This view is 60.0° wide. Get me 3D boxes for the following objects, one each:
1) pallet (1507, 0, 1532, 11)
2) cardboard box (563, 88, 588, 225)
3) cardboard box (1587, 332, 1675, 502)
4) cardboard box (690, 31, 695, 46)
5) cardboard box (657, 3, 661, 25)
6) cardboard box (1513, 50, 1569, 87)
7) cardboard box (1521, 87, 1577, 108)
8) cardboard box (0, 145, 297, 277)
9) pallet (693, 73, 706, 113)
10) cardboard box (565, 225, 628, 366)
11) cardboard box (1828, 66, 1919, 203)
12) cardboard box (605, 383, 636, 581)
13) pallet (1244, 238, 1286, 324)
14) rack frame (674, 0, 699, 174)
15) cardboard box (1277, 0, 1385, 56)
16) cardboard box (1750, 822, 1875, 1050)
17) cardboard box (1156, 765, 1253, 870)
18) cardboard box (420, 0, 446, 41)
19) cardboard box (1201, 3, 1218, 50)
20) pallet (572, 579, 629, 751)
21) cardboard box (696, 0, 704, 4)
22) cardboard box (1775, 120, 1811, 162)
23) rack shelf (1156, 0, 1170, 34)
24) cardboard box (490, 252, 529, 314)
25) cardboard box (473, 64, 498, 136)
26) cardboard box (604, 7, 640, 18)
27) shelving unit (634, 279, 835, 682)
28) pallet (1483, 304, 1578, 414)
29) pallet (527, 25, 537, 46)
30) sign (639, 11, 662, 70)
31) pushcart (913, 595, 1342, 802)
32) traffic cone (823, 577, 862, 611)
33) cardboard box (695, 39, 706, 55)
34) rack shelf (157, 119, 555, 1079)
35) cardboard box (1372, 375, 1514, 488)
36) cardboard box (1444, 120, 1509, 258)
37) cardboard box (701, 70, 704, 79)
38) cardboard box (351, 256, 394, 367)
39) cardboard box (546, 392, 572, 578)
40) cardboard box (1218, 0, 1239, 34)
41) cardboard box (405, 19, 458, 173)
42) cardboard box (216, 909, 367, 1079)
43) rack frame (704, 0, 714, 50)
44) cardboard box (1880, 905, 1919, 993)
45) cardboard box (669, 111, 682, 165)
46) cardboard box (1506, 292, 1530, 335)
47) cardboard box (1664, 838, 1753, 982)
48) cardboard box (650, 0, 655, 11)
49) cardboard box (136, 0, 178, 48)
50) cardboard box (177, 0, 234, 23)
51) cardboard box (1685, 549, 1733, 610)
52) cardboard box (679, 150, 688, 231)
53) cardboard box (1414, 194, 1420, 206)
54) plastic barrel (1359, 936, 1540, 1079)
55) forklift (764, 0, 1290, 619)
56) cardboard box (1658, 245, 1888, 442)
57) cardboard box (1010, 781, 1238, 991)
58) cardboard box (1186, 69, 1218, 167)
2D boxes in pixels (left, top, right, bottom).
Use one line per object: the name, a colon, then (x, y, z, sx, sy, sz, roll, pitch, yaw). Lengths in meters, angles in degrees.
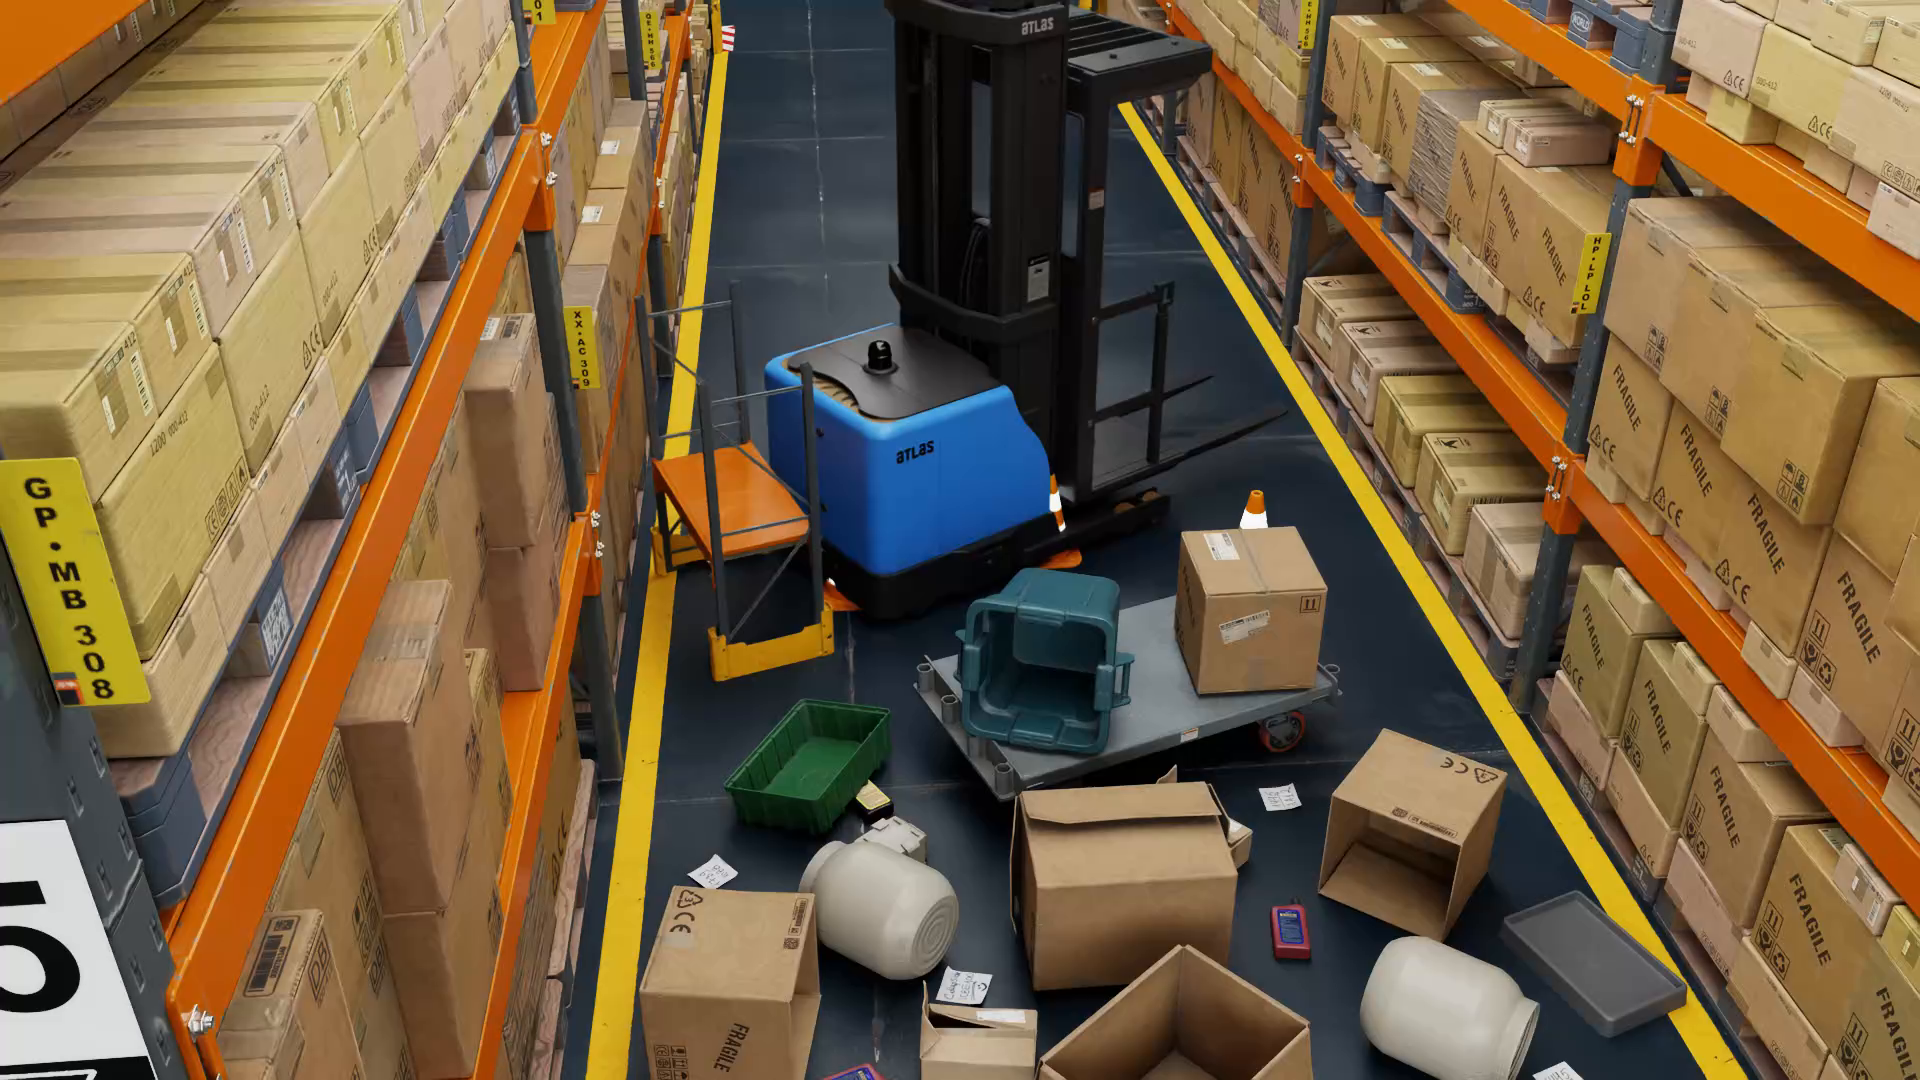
pallet: (2.933, -2.614, 7.459, 1.213, 0.211, 1.003, -3, 31, -5)
cardboard box: (-2.129, -1.772, 7.719, 0.700, 0.500, 0.500, -3, 31, -5)
cardboard box: (2.749, -0.490, 6.257, 0.500, 0.500, 0.500, -3, 31, -5)
cardboard box: (-2.628, -4.549, 15.232, 0.380, 0.149, 0.250, -3, 31, -4)
cardboard box: (-2.378, -3.844, 12.096, 0.380, 0.149, 0.250, -4, 31, -7)
cardboard box: (3.045, -2.407, 8.425, 0.380, 0.149, 0.250, -4, 31, -7)
cardboard box: (3.088, -1.932, 8.262, 0.500, 0.500, 0.500, -4, 31, -7)
cardboard box: (-1.344, -0.545, 2.772, 0.380, 0.149, 0.250, -2, 31, -4)
pallet: (-2.896, -4.121, 15.444, 1.003, 0.211, 1.213, -3, 31, -5)
cardboard box: (-1.807, -1.106, 7.579, 0.500, 0.500, 0.500, -3, 31, -5)
cardboard box: (2.845, -1.151, 4.683, 0.500, 0.250, 0.500, -2, 31, -4)
cardboard box: (-2.168, -0.288, 8.091, 1.050, 0.750, 0.750, -3, 31, -5)
pallet: (2.613, -1.808, 11.571, 1.003, 0.211, 1.213, -3, 31, -5)
rack frame: (-2.681, -4.353, 13.112, 1.000, 3.000, 0.127, -3, 31, -5)
cardboard box: (2.303, -3.323, 10.315, 0.500, 0.500, 0.500, -4, 31, -6)
cardboard box: (2.932, 1.243, 5.285, 0.500, 0.500, 0.500, -3, 31, -6)
cardboard box: (0.924, 1.135, 6.590, 0.396, 0.266, 0.258, 27, 40, 37)
cardboard box: (-1.487, -1.325, 4.078, 0.380, 0.149, 0.250, -3, 31, -4)
cardboard box: (2.098, -3.813, 12.355, 0.500, 0.250, 0.500, -3, 31, -5)
pallet: (-2.081, 0.539, 7.643, 1.003, 0.211, 1.213, -3, 31, -5)
cardboard box: (-2.753, -5.349, 16.570, 0.380, 0.149, 0.250, -2, 31, -4)
cardboard box: (2.872, -1.308, 5.335, 0.380, 0.149, 0.250, -3, 31, -5)
rack shelf: (2.051, -5.354, 15.489, 1.077, 0.370, 4.000, -3, 31, -5)
cardboard box: (-1.934, -0.606, 5.641, 0.875, 0.550, 0.550, -3, 31, -5)
cardboard box: (-1.532, -1.240, 4.714, 0.380, 0.149, 0.250, -2, 31, -4)
cardboard box: (-2.228, -3.281, 10.574, 0.380, 0.149, 0.250, -4, 31, -7)
shelving unit: (-1.076, -0.301, 7.791, 0.587, 1.500, 1.083, -13, 33, -21)
pallet: (3.059, -0.872, 7.472, 1.003, 0.211, 1.213, -3, 31, -5)
pallet: (-2.069, -1.940, 6.334, 0.805, 0.209, 1.217, -4, 31, -7)
sign: (-1.755, -2.836, 9.443, 0.100, 0.325, 0.005, -3, 31, -5)
pushcart: (0.720, 0.703, 7.204, 1.648, 0.377, 0.936, -14, 33, -22)
traffic cone: (-0.556, 0.064, 8.192, 0.336, 0.463, 0.334, -3, 31, -5)
cardboard box: (-2.610, -4.694, 15.764, 0.380, 0.149, 0.250, -2, 31, -4)
rack shelf: (-1.747, -0.226, 3.980, 1.077, 0.370, 4.000, -3, 31, -5)
cardboard box: (2.796, -0.599, 8.980, 0.950, 0.372, 0.625, -2, 31, -3)
cardboard box: (2.624, -1.650, 7.790, 0.500, 0.500, 0.500, -2, 31, -3)
cardboard box: (-2.607, -4.434, 15.619, 0.380, 0.149, 0.250, -2, 31, -4)
cardboard box: (-1.391, -0.464, 3.414, 0.380, 0.149, 0.250, -3, 31, -5)
cardboard box: (-1.887, -0.145, 5.921, 0.875, 0.550, 0.550, -3, 31, -5)
cardboard box: (2.145, -3.772, 11.798, 0.500, 0.250, 0.500, -4, 31, -6)
cardboard box: (-1.541, -1.090, 4.074, 0.500, 0.250, 0.500, -3, 31, -5)
cardboard box: (-1.556, 1.055, 2.860, 0.875, 0.550, 0.550, -3, 31, -5)
rack frame: (-3.055, -6.395, 16.531, 1.000, 3.000, 0.127, -3, 31, -5)
cardboard box: (2.903, 1.176, 4.765, 0.380, 0.149, 0.250, -2, 31, -4)
cardboard box: (-2.262, -2.881, 11.946, 0.500, 0.250, 0.500, -4, 31, -7)
cardboard box: (2.655, -1.014, 7.359, 0.380, 0.149, 0.250, -4, 31, -6)
cardboard box: (2.885, 1.300, 5.920, 0.500, 0.250, 0.500, -3, 31, -5)
cardboard box: (-2.321, -3.686, 11.542, 0.380, 0.149, 0.250, -3, 31, -4)
cardboard box: (-2.141, -1.291, 4.022, 0.380, 0.149, 0.250, -2, 31, -4)
cardboard box: (-2.118, -1.322, 4.462, 0.500, 0.250, 0.500, -3, 31, -5)
cardboard box: (2.814, 0.116, 5.876, 0.380, 0.149, 0.250, -2, 31, -3)
cardboard box: (-2.270, -2.570, 12.156, 0.500, 0.500, 0.500, -3, 31, -6)
cardboard box: (2.600, -1.806, 8.684, 0.380, 0.149, 0.250, -2, 31, -3)
plastic barrel: (1.658, 1.609, 5.643, 0.512, 0.421, 0.421, 20, 36, 29)
forklift: (0.501, -1.483, 8.374, 3.031, 2.935, 1.130, -22, 37, -32)
cardboard box: (2.836, -0.660, 5.567, 0.700, 0.500, 0.500, -3, 31, -4)
cardboard box: (0.578, 1.246, 6.041, 0.797, 0.637, 0.503, -3, 31, -5)
cardboard box: (2.375, -3.597, 13.509, 0.875, 0.875, 0.875, -2, 31, -3)
